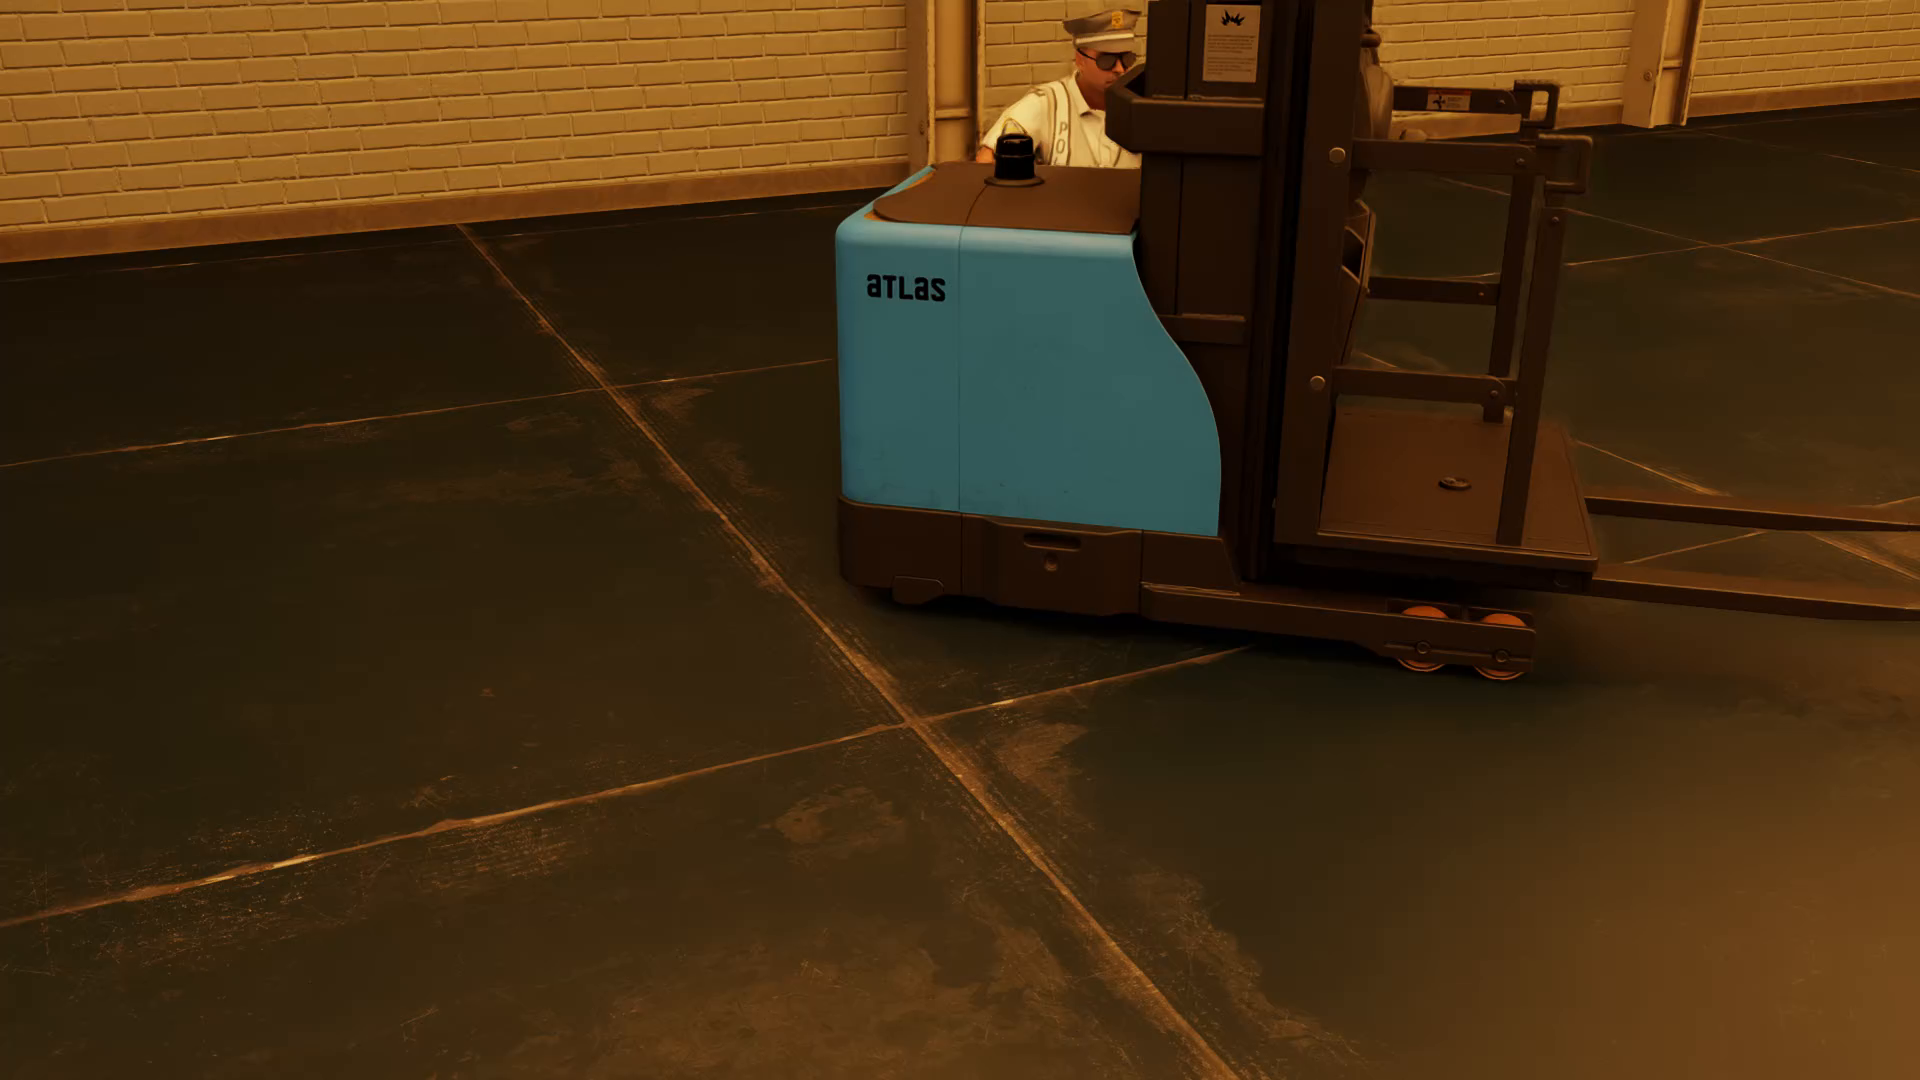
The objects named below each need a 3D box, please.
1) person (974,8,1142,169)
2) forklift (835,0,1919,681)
[{"bbox_3d":[0.491,-0.867,5.286,0.819,1.562,0.887,-10,25,-22],"label":"person"},{"bbox_3d":[1.233,-1.221,4.225,3.031,2.935,1.130,6,23,13],"label":"forklift"}]
